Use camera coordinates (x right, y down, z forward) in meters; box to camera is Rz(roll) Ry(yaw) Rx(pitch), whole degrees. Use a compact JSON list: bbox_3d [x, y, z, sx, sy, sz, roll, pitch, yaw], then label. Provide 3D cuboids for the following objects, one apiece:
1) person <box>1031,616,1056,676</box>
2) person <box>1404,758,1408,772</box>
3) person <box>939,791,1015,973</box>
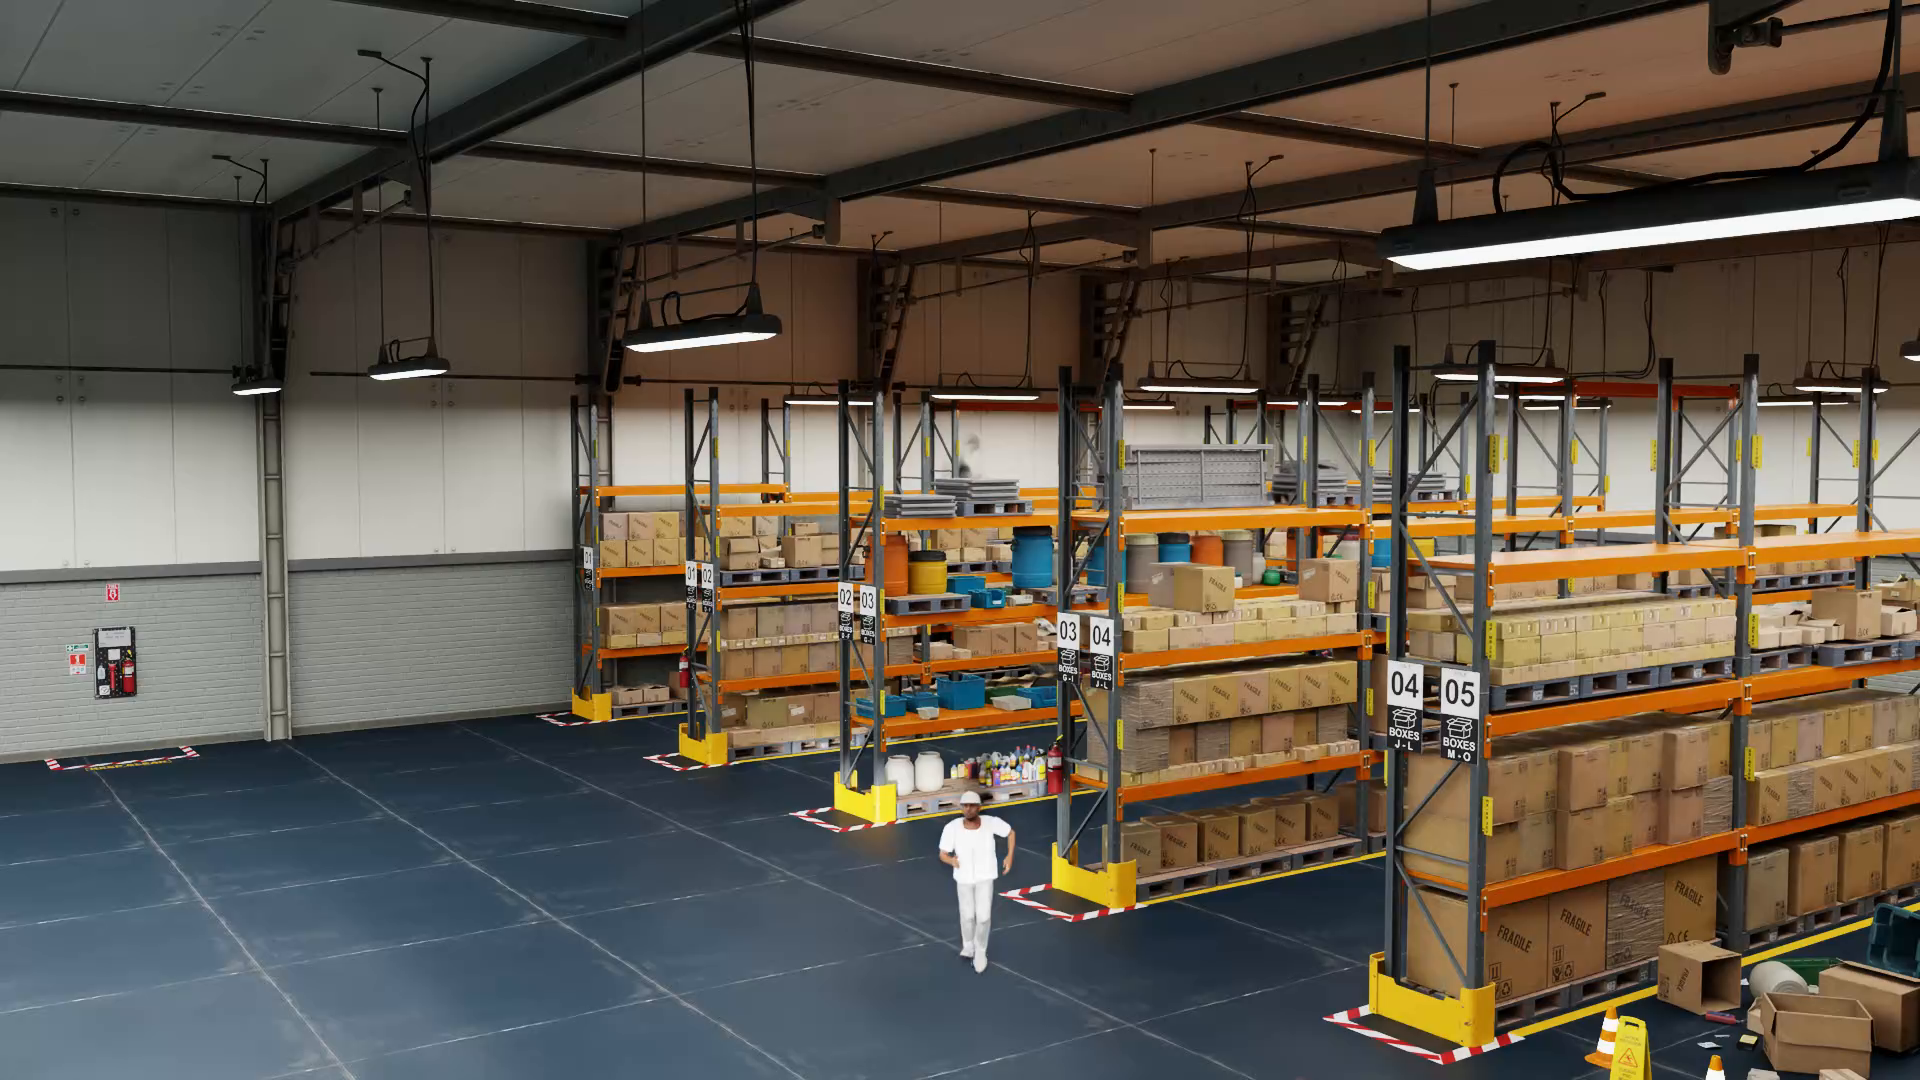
[{"bbox_3d":[1.526,2.120,32.997,0.551,1.683,0.621,-2,4,-32],"label":"person"},{"bbox_3d":[6.659,2.764,25.401,0.593,1.724,0.746,-3,4,-38],"label":"person"},{"bbox_3d":[0.159,3.305,16.182,0.710,1.755,0.860,1,3,8],"label":"person"}]
